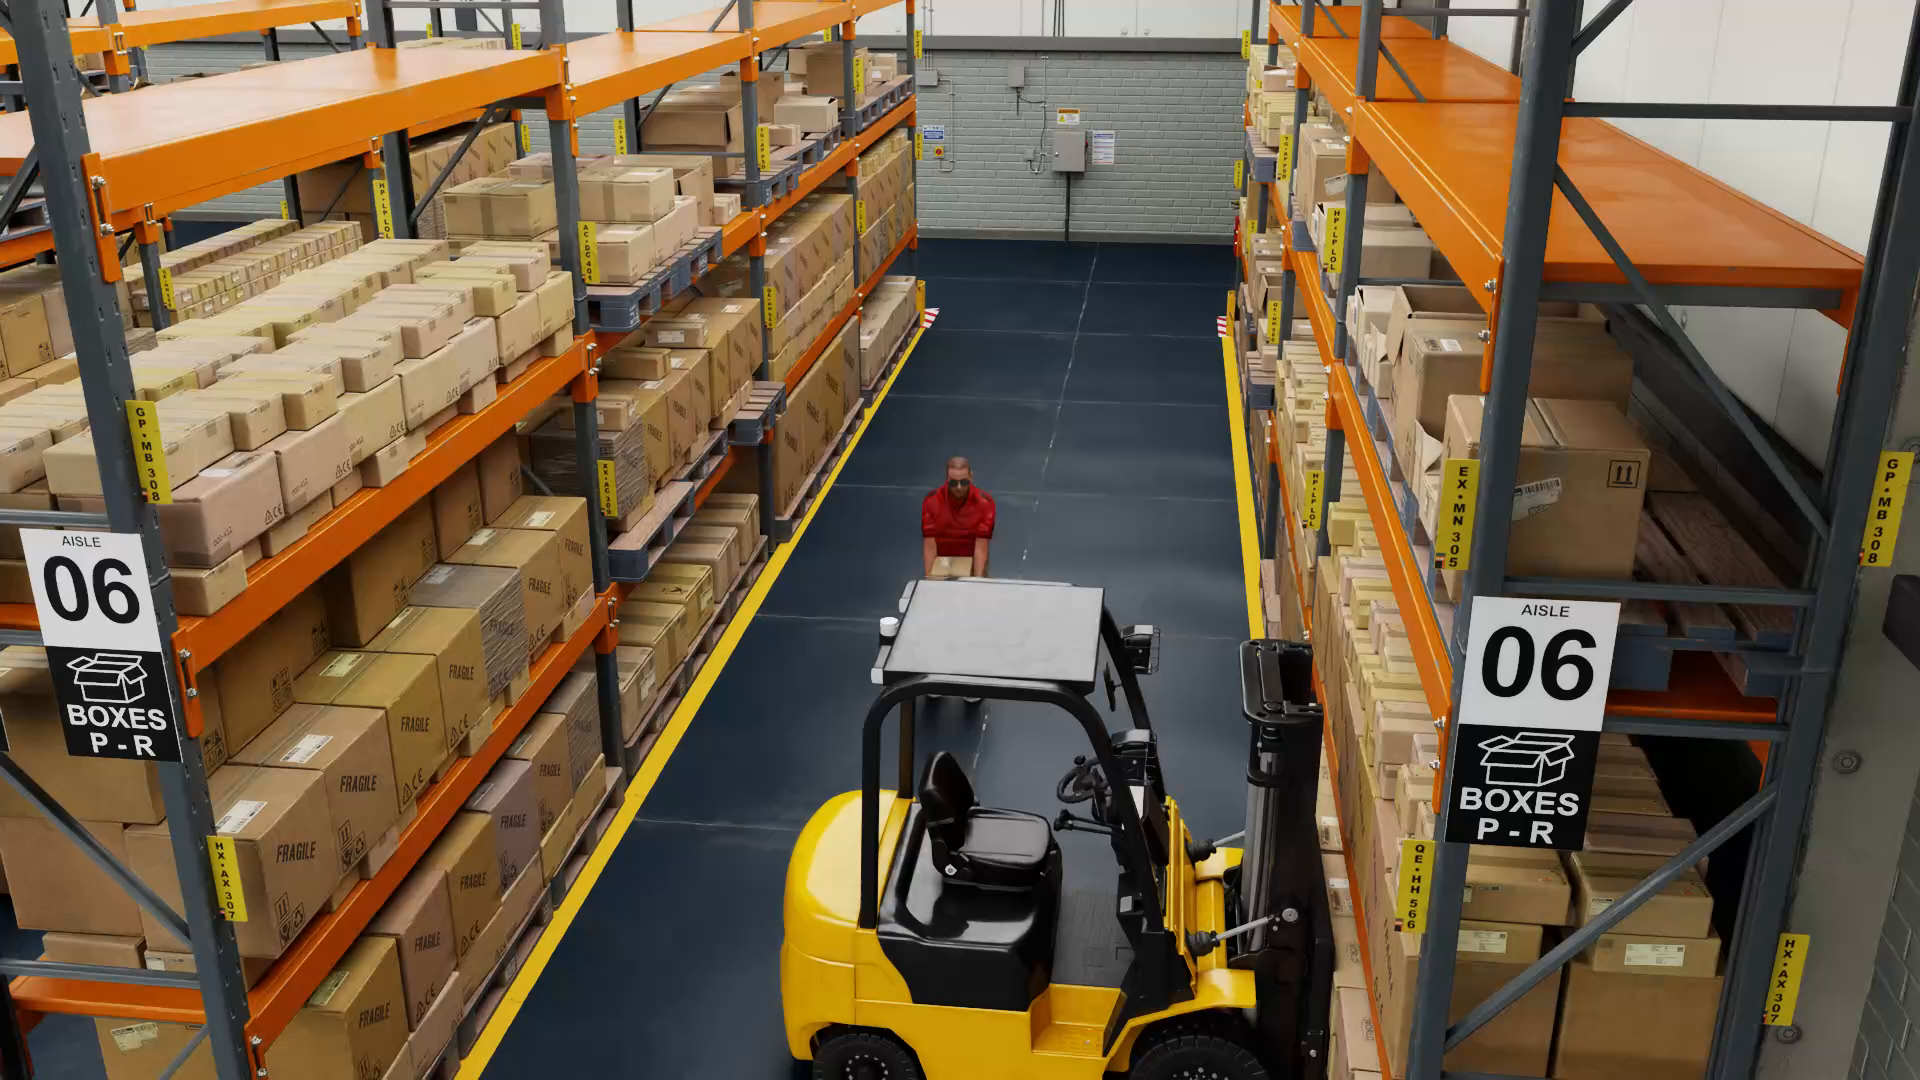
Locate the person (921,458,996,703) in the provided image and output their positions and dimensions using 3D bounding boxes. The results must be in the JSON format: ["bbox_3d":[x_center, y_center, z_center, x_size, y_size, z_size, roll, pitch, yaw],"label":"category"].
[{"bbox_3d":[-0.011,0.256,10.919,0.482,1.701,0.550,2,21,5],"label":"person"}]
